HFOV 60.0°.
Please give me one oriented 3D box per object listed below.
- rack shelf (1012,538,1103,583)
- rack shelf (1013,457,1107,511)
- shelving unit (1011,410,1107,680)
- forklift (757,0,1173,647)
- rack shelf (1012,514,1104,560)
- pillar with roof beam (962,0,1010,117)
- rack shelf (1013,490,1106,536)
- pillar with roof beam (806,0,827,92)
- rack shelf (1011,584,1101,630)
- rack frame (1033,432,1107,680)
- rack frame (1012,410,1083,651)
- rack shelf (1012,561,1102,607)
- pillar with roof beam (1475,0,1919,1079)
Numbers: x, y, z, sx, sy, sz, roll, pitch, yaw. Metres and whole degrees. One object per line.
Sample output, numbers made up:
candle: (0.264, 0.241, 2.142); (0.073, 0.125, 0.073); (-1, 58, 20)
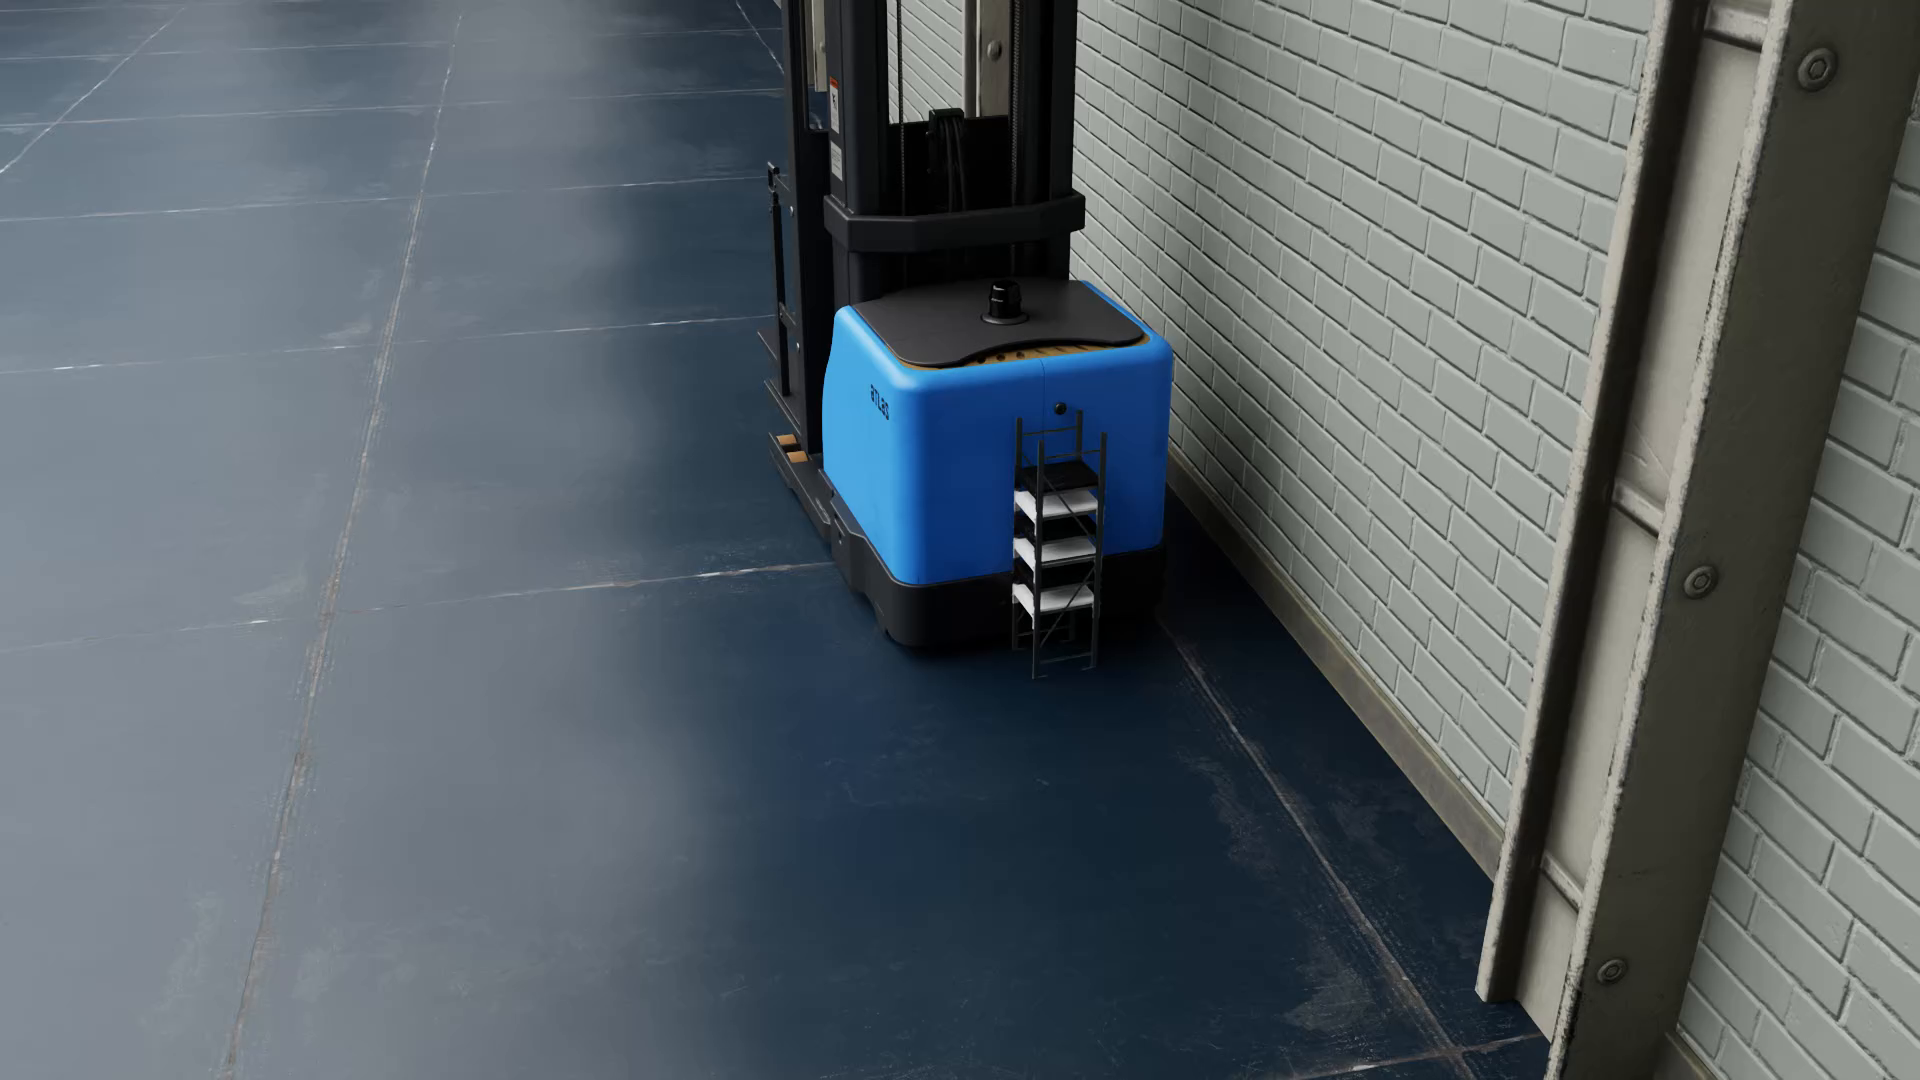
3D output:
rack shelf: (0.334, 0.052, 5.722); (0.258, 0.077, 0.200); (-9, 28, -17)
rack shelf: (0.334, -0.189, 5.600); (0.258, 0.077, 0.200); (-9, 28, -17)
shelving unit: (0.334, 0.022, 5.707); (0.258, 0.900, 0.210); (-9, 28, -17)
forklift: (-0.205, -1.577, 6.622); (1.130, 2.935, 3.031); (-9, 28, -17)
rack shelf: (0.334, -0.028, 5.682); (0.258, 0.077, 0.200); (-9, 28, -17)
pillar with roof beam: (-3.992, -4.957, 6.585); (9.100, 9.000, 0.400); (-6, 27, -12)
rack shelf: (0.334, -0.109, 5.641); (0.258, 0.077, 0.200); (-9, 28, -17)
pillar with roof beam: (-5.344, -7.591, 11.803); (9.100, 9.000, 0.400); (-6, 27, -12)
rack shelf: (0.334, 0.213, 5.803); (0.258, 0.077, 0.200); (-9, 28, -17)
rack frame: (0.367, 0.066, 5.621); (0.240, 0.900, 0.006); (-9, 28, -17)
rack frame: (0.301, -0.021, 5.793); (0.240, 0.900, 0.006); (-9, 28, -17)
rack shelf: (0.334, 0.132, 5.763); (0.258, 0.077, 0.200); (-9, 28, -17)
pillar with roof beam: (-2.640, -2.323, 1.366); (9.100, 9.000, 0.400); (-6, 27, -12)
